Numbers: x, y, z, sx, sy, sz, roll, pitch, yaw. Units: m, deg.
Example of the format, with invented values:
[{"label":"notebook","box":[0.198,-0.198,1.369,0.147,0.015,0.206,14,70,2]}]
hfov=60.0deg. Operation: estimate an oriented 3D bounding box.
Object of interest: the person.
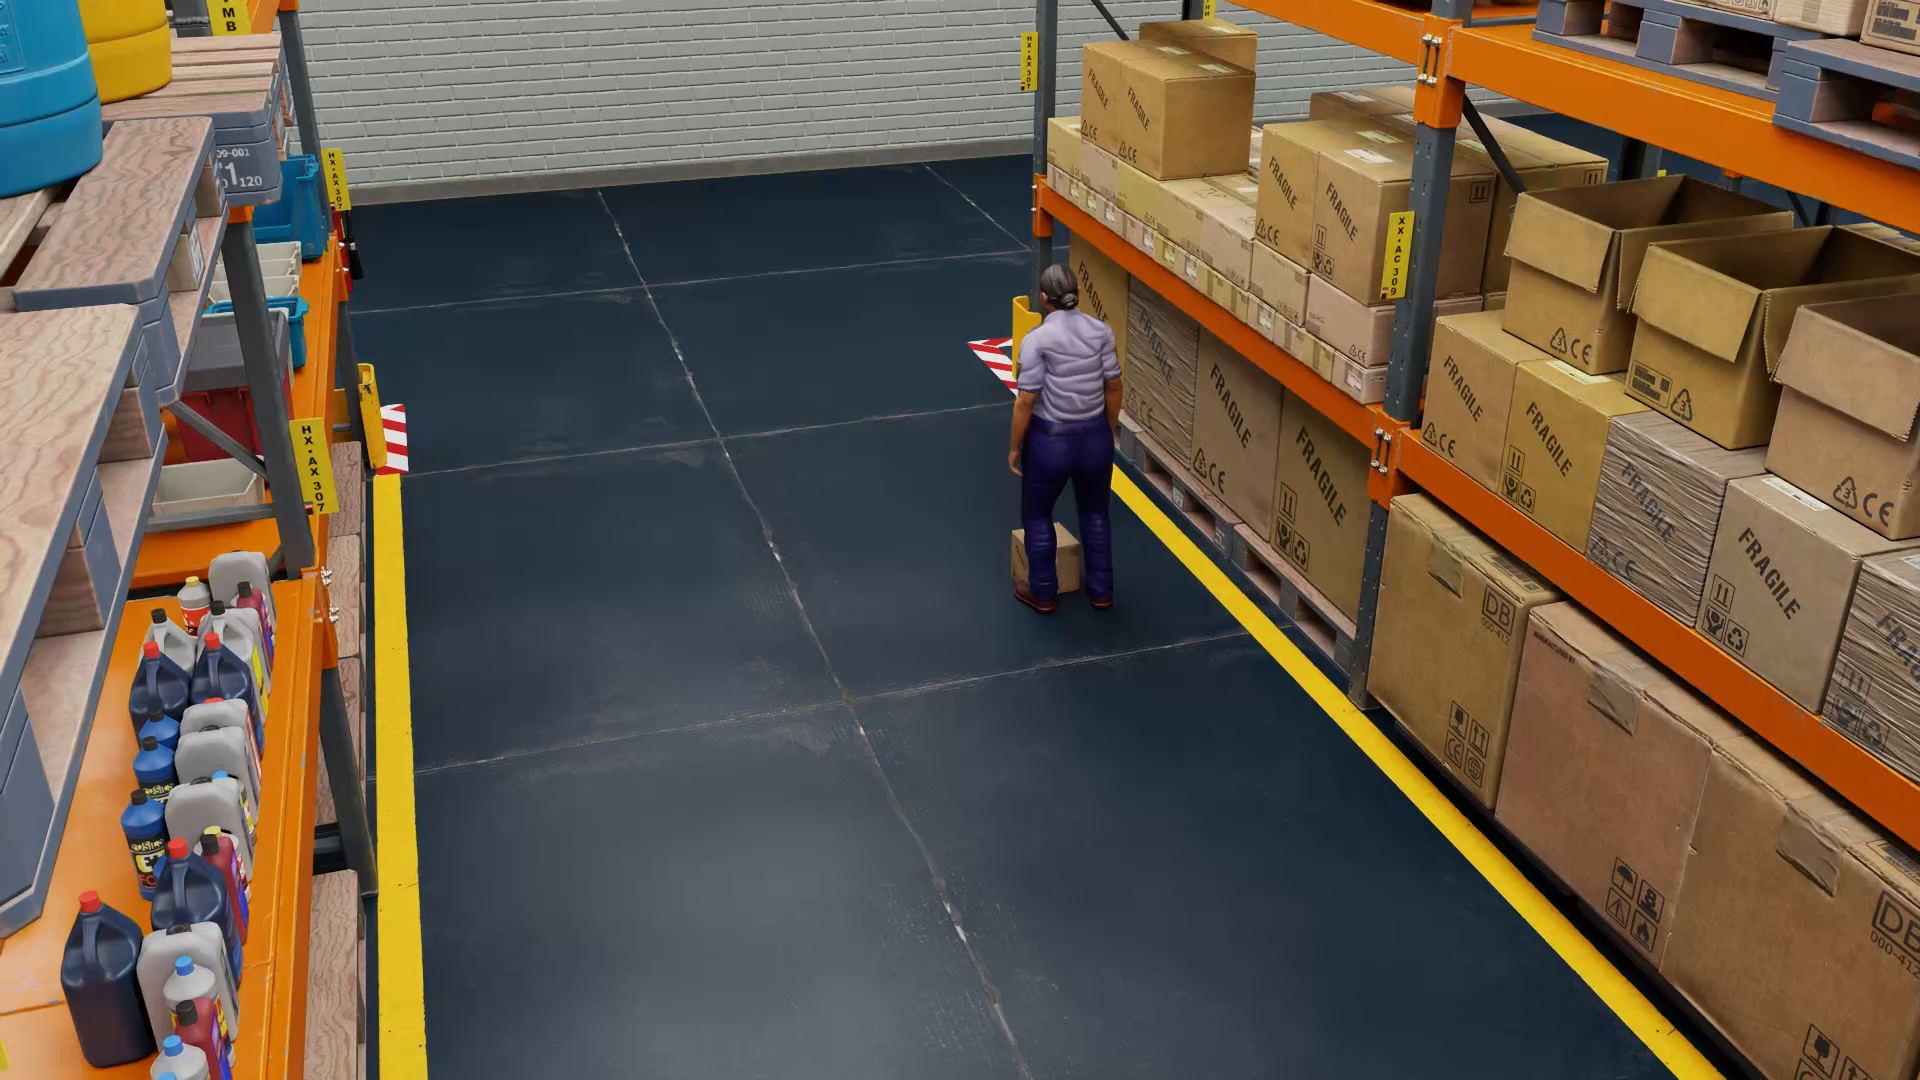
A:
[{"label":"person","box":[0.476,-0.441,7.507,0.564,1.652,0.421,-10,28,-19]}]
